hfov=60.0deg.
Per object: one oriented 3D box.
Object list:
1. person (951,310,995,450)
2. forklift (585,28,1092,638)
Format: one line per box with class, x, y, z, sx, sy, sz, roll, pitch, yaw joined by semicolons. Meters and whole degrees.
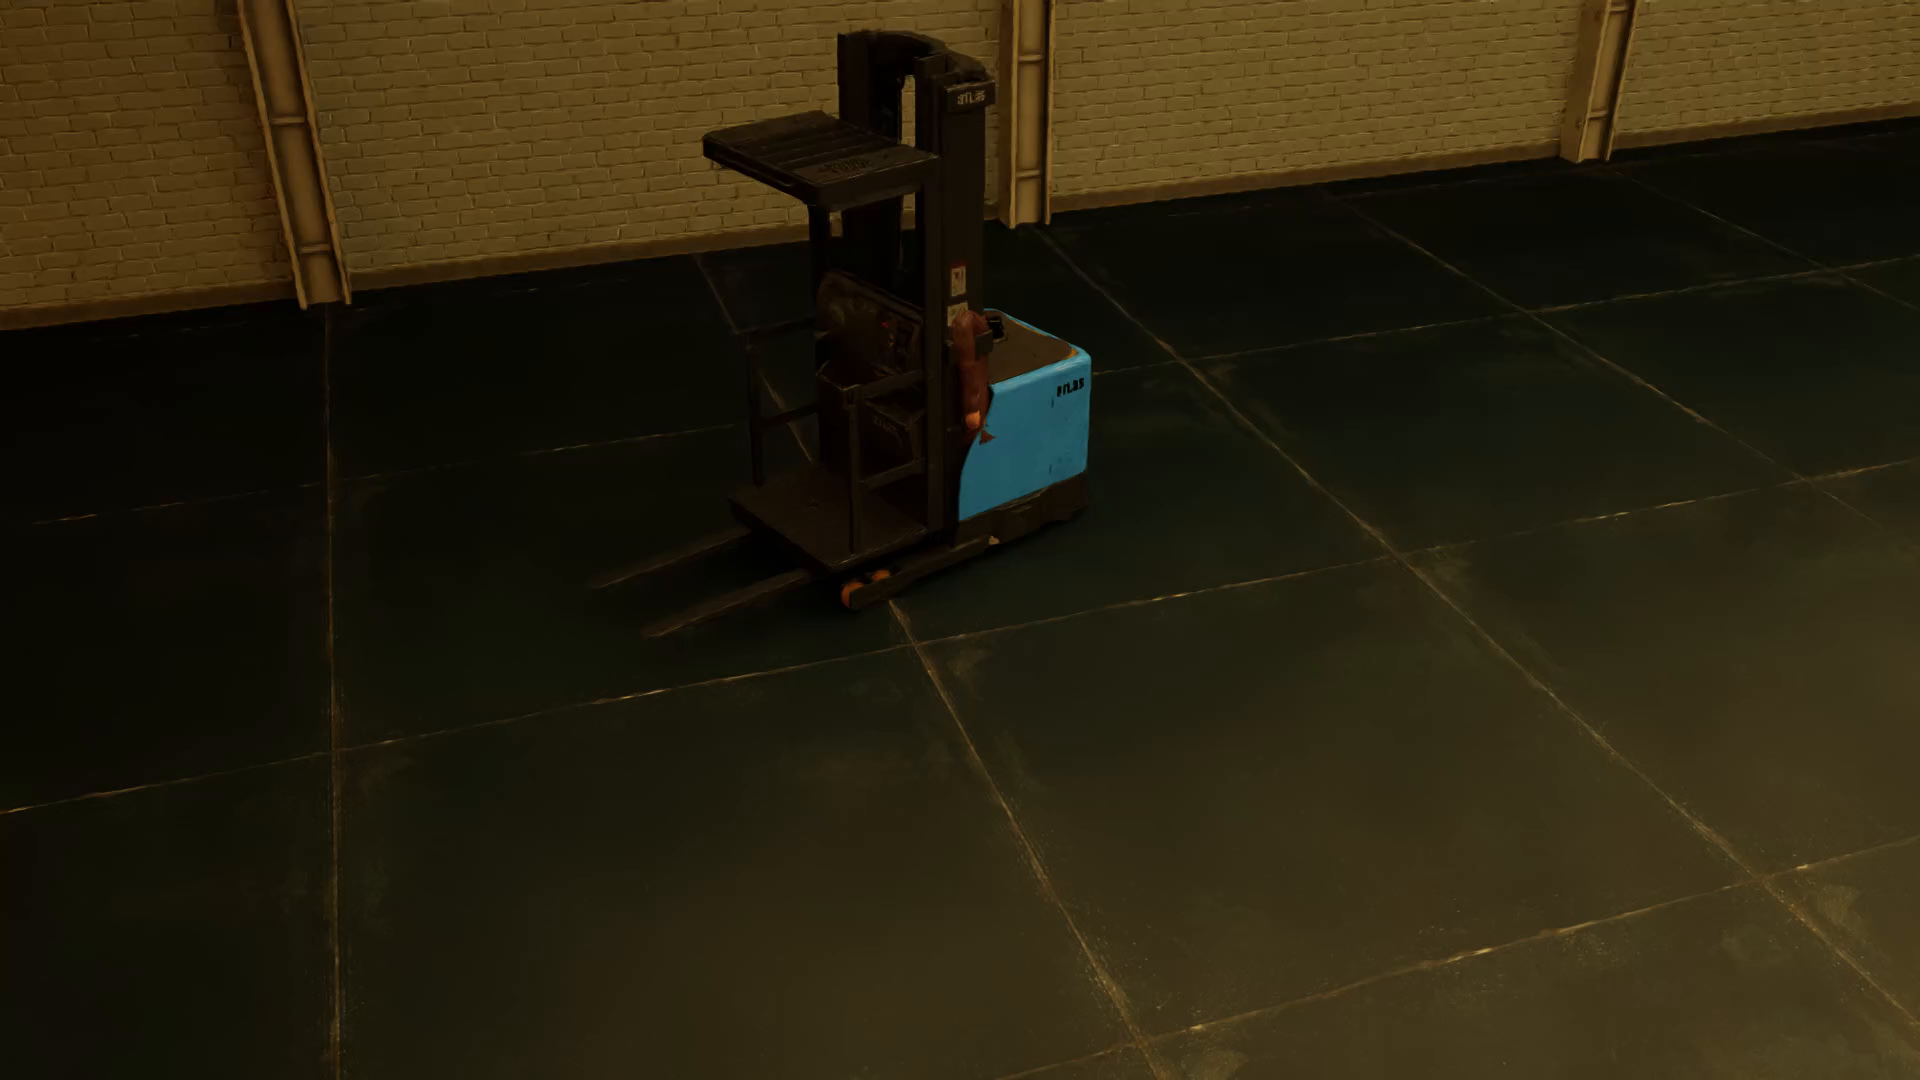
person;0.052;-0.878;9.543;0.418;1.694;0.558;-10;31;-16
forklift;-0.674;-1.171;9.122;3.031;2.935;1.130;-22;36;-33
